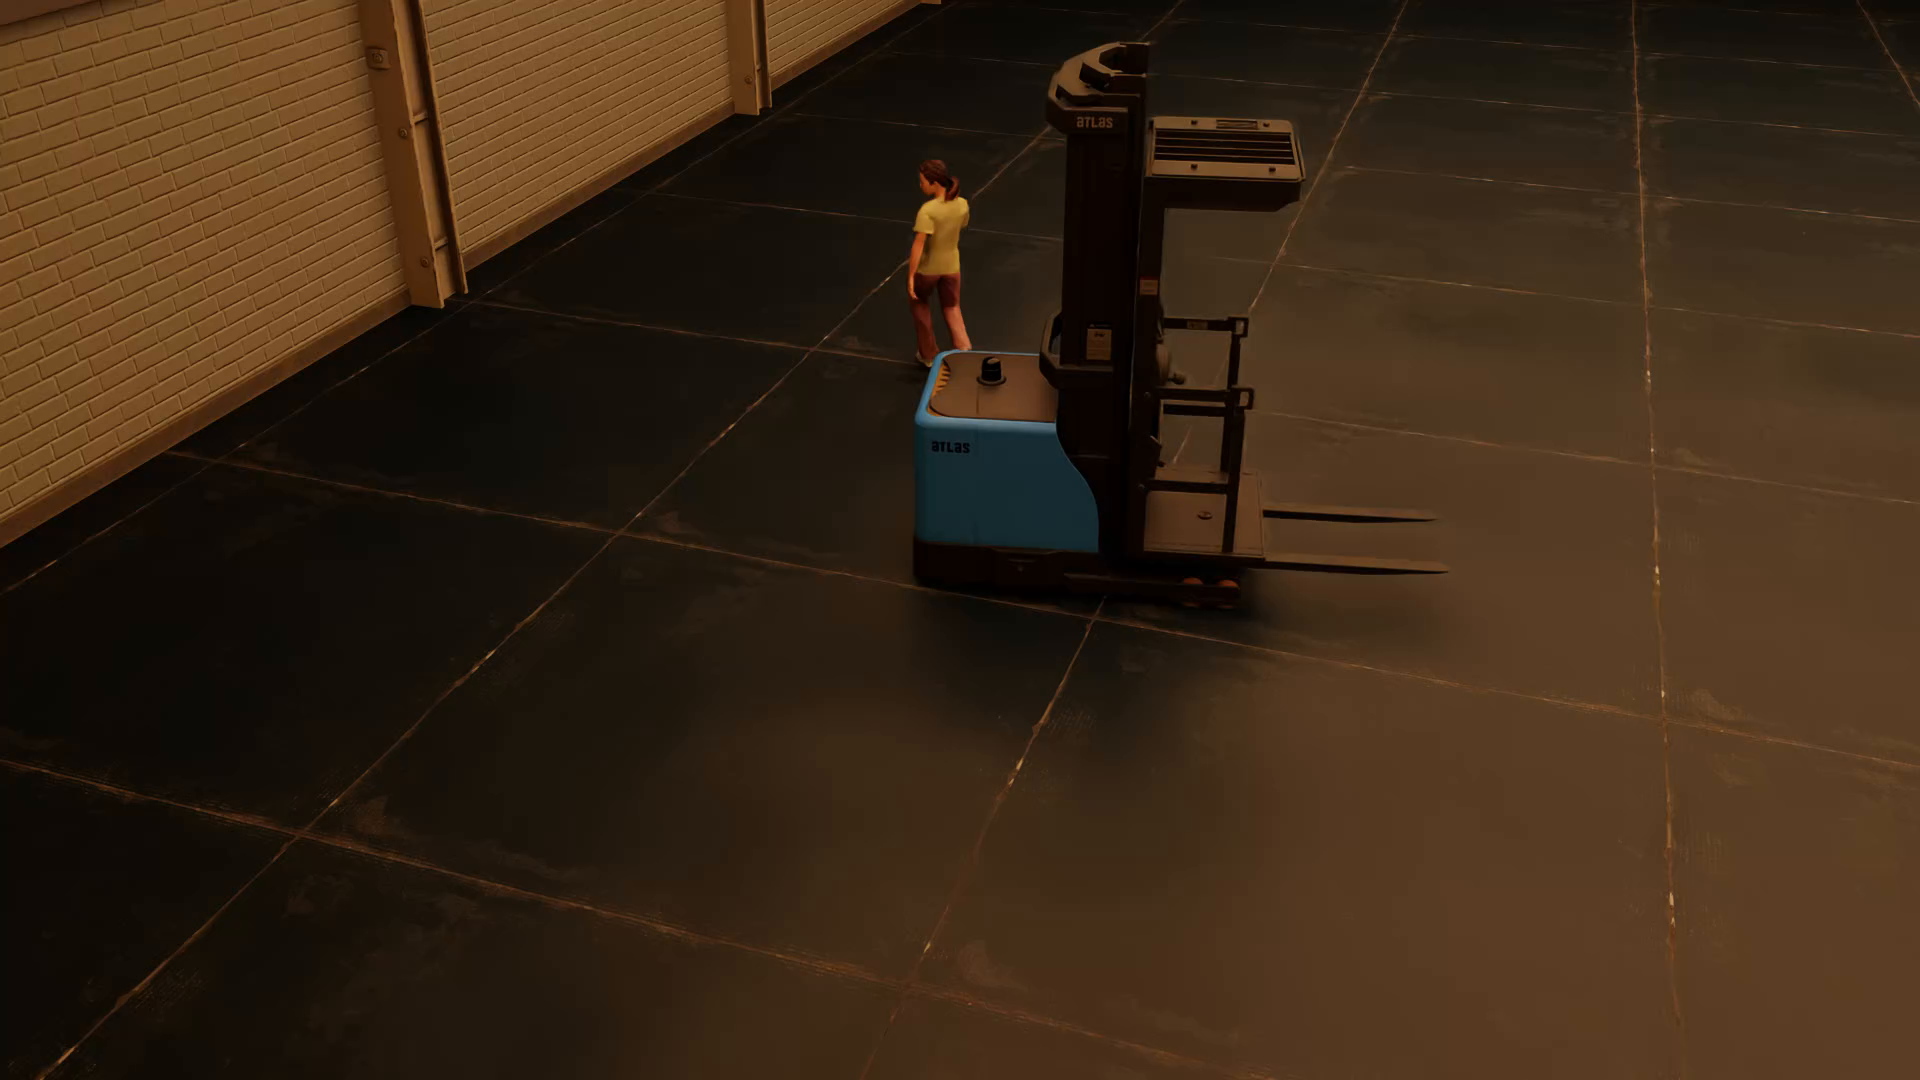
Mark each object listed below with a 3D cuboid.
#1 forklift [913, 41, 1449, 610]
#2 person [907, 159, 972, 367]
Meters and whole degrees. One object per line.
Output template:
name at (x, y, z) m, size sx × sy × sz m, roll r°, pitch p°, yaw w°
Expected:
forklift at (1.286, -1.159, 9.170) m, size 3.031 × 2.935 × 1.130 m, roll 3°, pitch 30°, yaw 6°
person at (-0.191, -1.947, 11.898) m, size 0.572 × 1.612 × 0.662 m, roll -10°, pitch 31°, yaw -18°
